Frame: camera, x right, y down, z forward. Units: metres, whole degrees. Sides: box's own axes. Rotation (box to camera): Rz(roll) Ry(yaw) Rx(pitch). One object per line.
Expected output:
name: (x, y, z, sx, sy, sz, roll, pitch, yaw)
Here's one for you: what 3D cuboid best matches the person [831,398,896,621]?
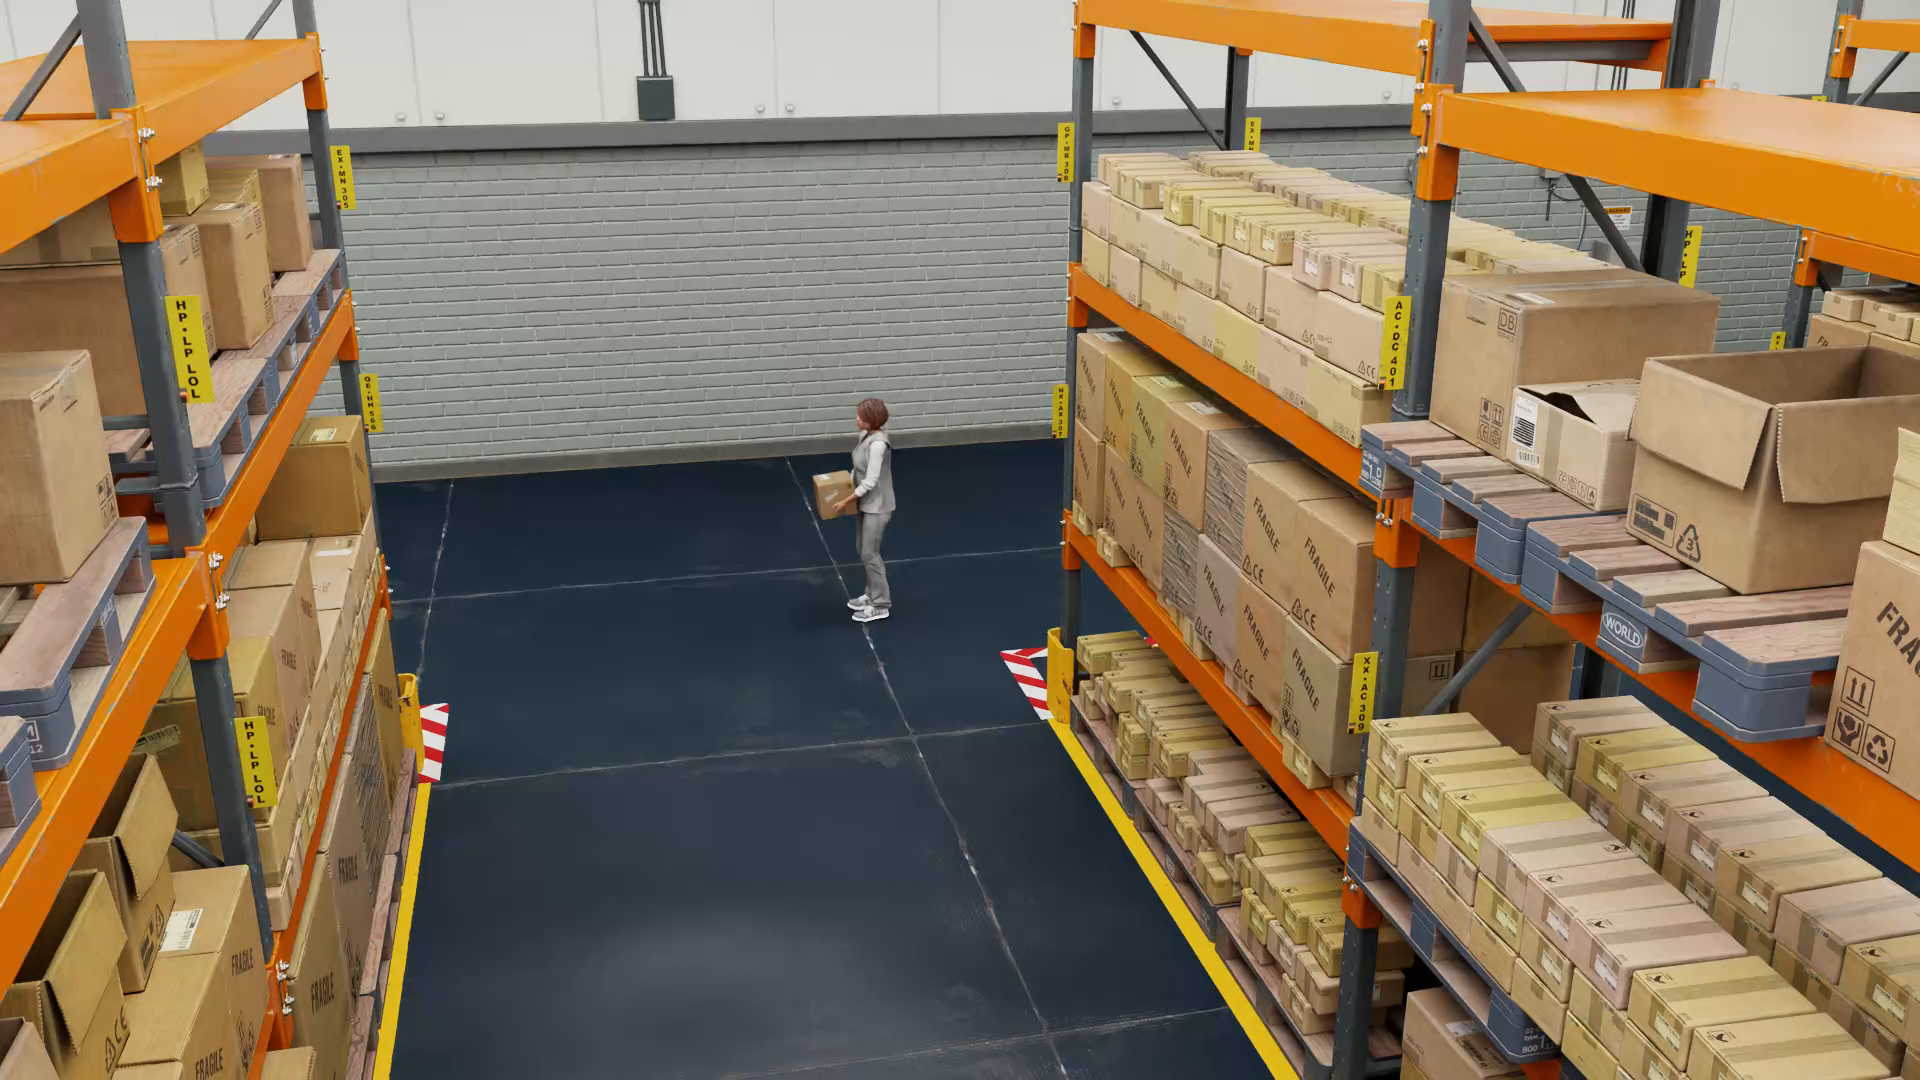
person: (-0.692, -0.219, 11.680, 0.470, 1.602, 0.438, -5, 20, -13)
